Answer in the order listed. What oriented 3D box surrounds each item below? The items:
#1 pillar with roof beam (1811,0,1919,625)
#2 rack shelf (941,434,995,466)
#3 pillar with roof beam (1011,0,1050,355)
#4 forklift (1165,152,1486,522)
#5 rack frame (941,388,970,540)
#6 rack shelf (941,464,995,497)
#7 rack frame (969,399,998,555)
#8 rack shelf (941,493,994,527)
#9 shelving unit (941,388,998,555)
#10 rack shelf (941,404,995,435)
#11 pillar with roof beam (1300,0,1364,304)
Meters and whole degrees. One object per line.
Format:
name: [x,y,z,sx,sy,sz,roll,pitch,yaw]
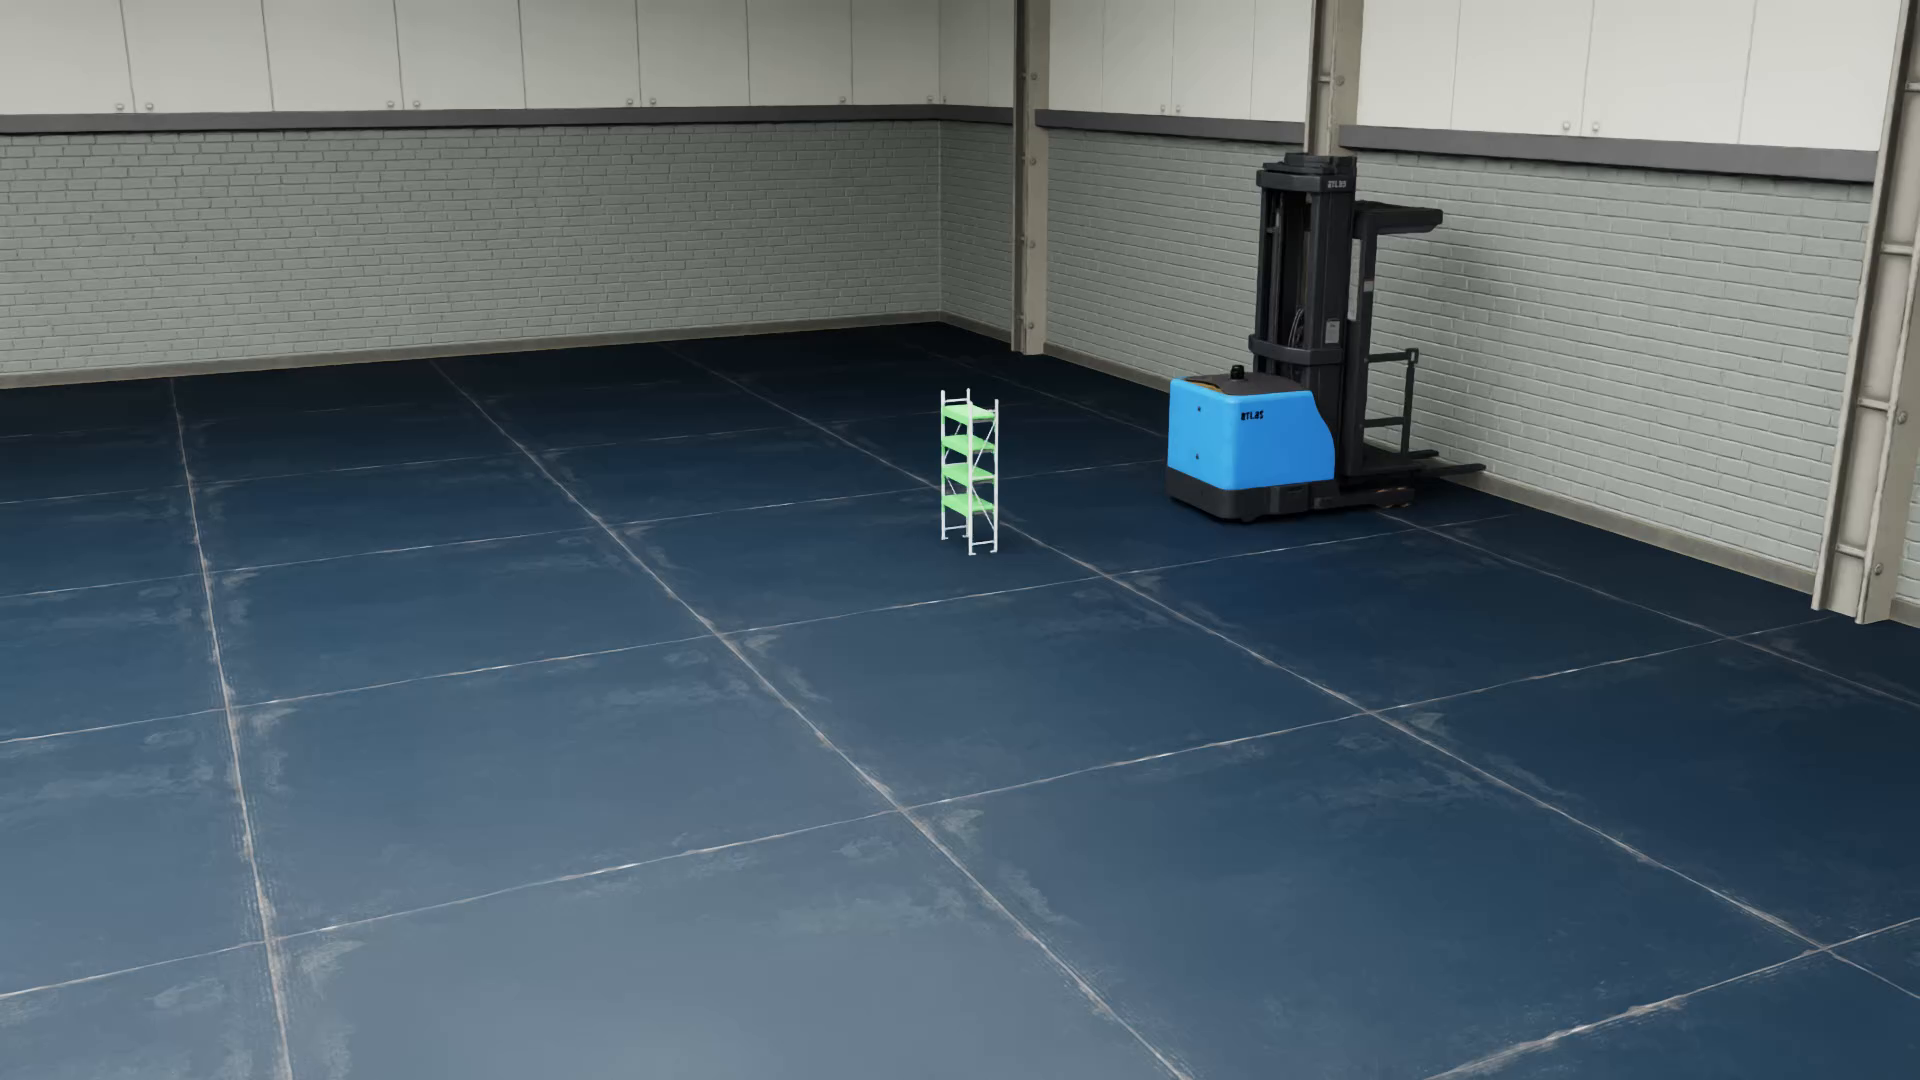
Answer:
pillar with roof beam: [2.285,-3.300,8.436,9.100,9.000,0.400,-8,18,-25]
rack shelf: [0.072,-0.705,12.894,0.258,0.148,0.480,-8,18,-25]
pillar with roof beam: [-2.972,-6.275,18.804,9.100,9.000,0.400,-8,18,-25]
forklift: [3.344,-1.799,14.205,3.031,2.935,1.130,-7,17,-22]
rack frame: [-0.034,-0.596,13.153,0.240,1.200,0.015,-8,18,-25]
rack shelf: [0.073,-0.474,12.960,0.258,0.148,0.480,-8,18,-25]
rack frame: [0.179,-0.475,12.731,0.240,1.200,0.015,-8,18,-25]
rack shelf: [0.073,-0.244,13.026,0.258,0.148,0.480,-8,18,-25]
shelving unit: [0.073,-0.536,12.942,0.258,1.200,0.503,-8,18,-25]
rack shelf: [0.072,-0.936,12.827,0.258,0.148,0.480,-8,18,-25]
pillar with roof beam: [-0.344,-4.788,13.620,9.100,9.000,0.400,-8,18,-25]
